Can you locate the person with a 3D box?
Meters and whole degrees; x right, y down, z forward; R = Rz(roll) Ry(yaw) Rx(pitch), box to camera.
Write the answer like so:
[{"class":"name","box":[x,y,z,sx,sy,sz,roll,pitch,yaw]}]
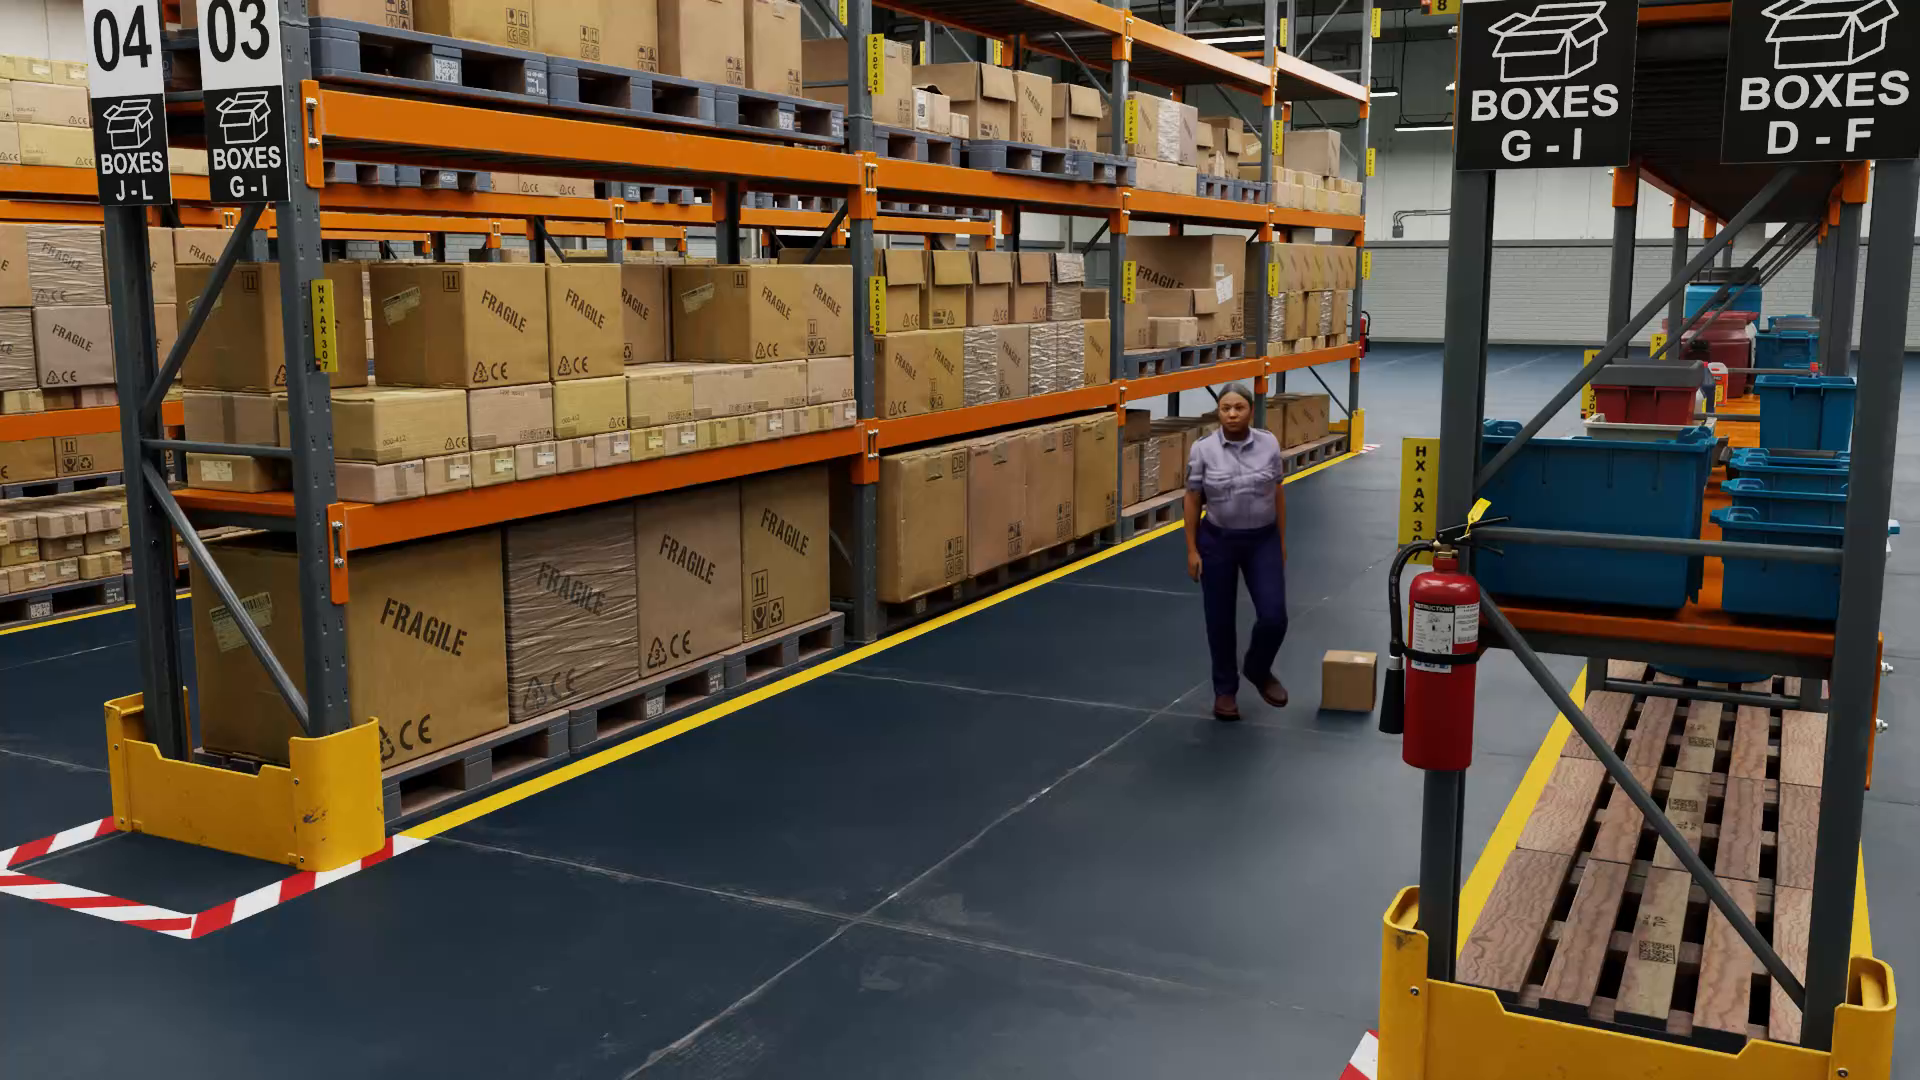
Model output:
[{"class":"person","box":[1.346,0.052,8.025,0.541,1.637,0.454,1,9,4]}]
